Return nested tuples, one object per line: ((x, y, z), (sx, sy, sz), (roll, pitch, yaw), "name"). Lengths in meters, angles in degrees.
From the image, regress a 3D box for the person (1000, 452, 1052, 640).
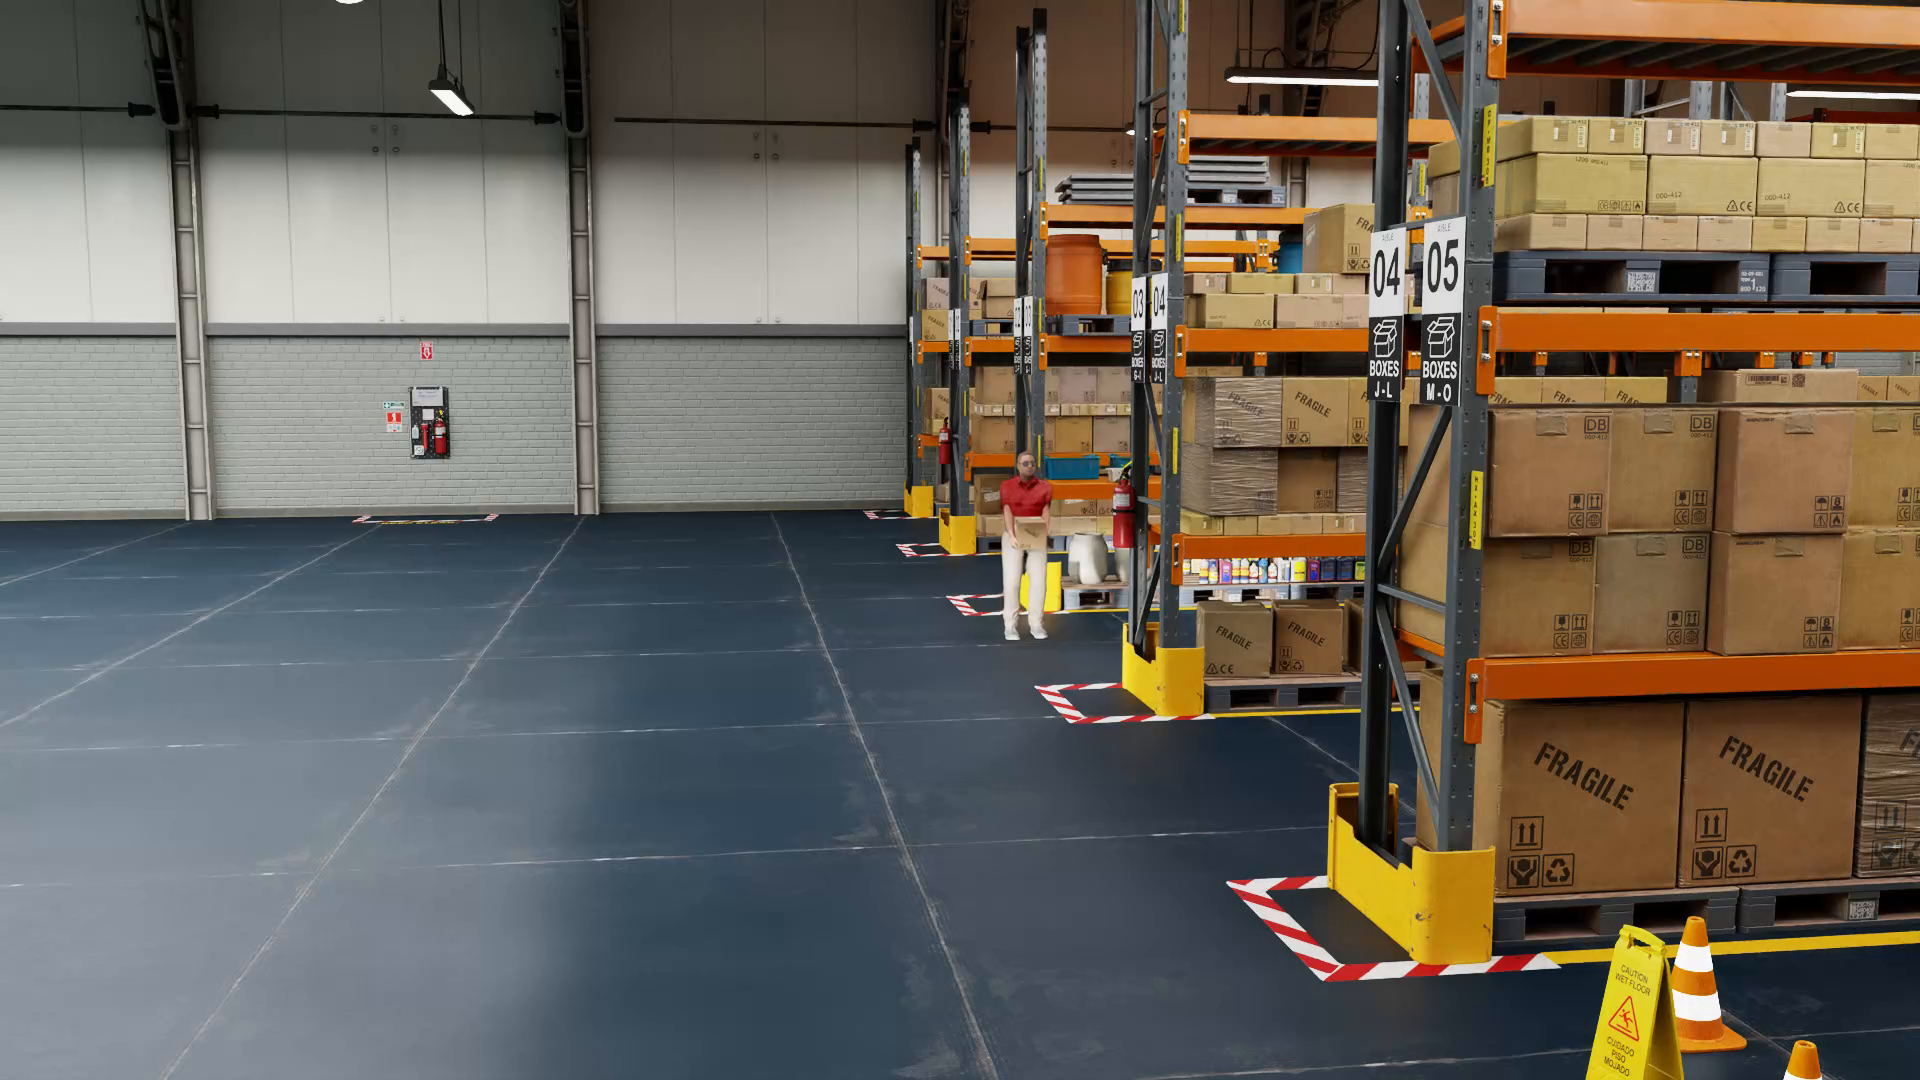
((0.626, 0.056, 15.340), (0.490, 1.724, 0.541), (-1, 7, -9), "person")
